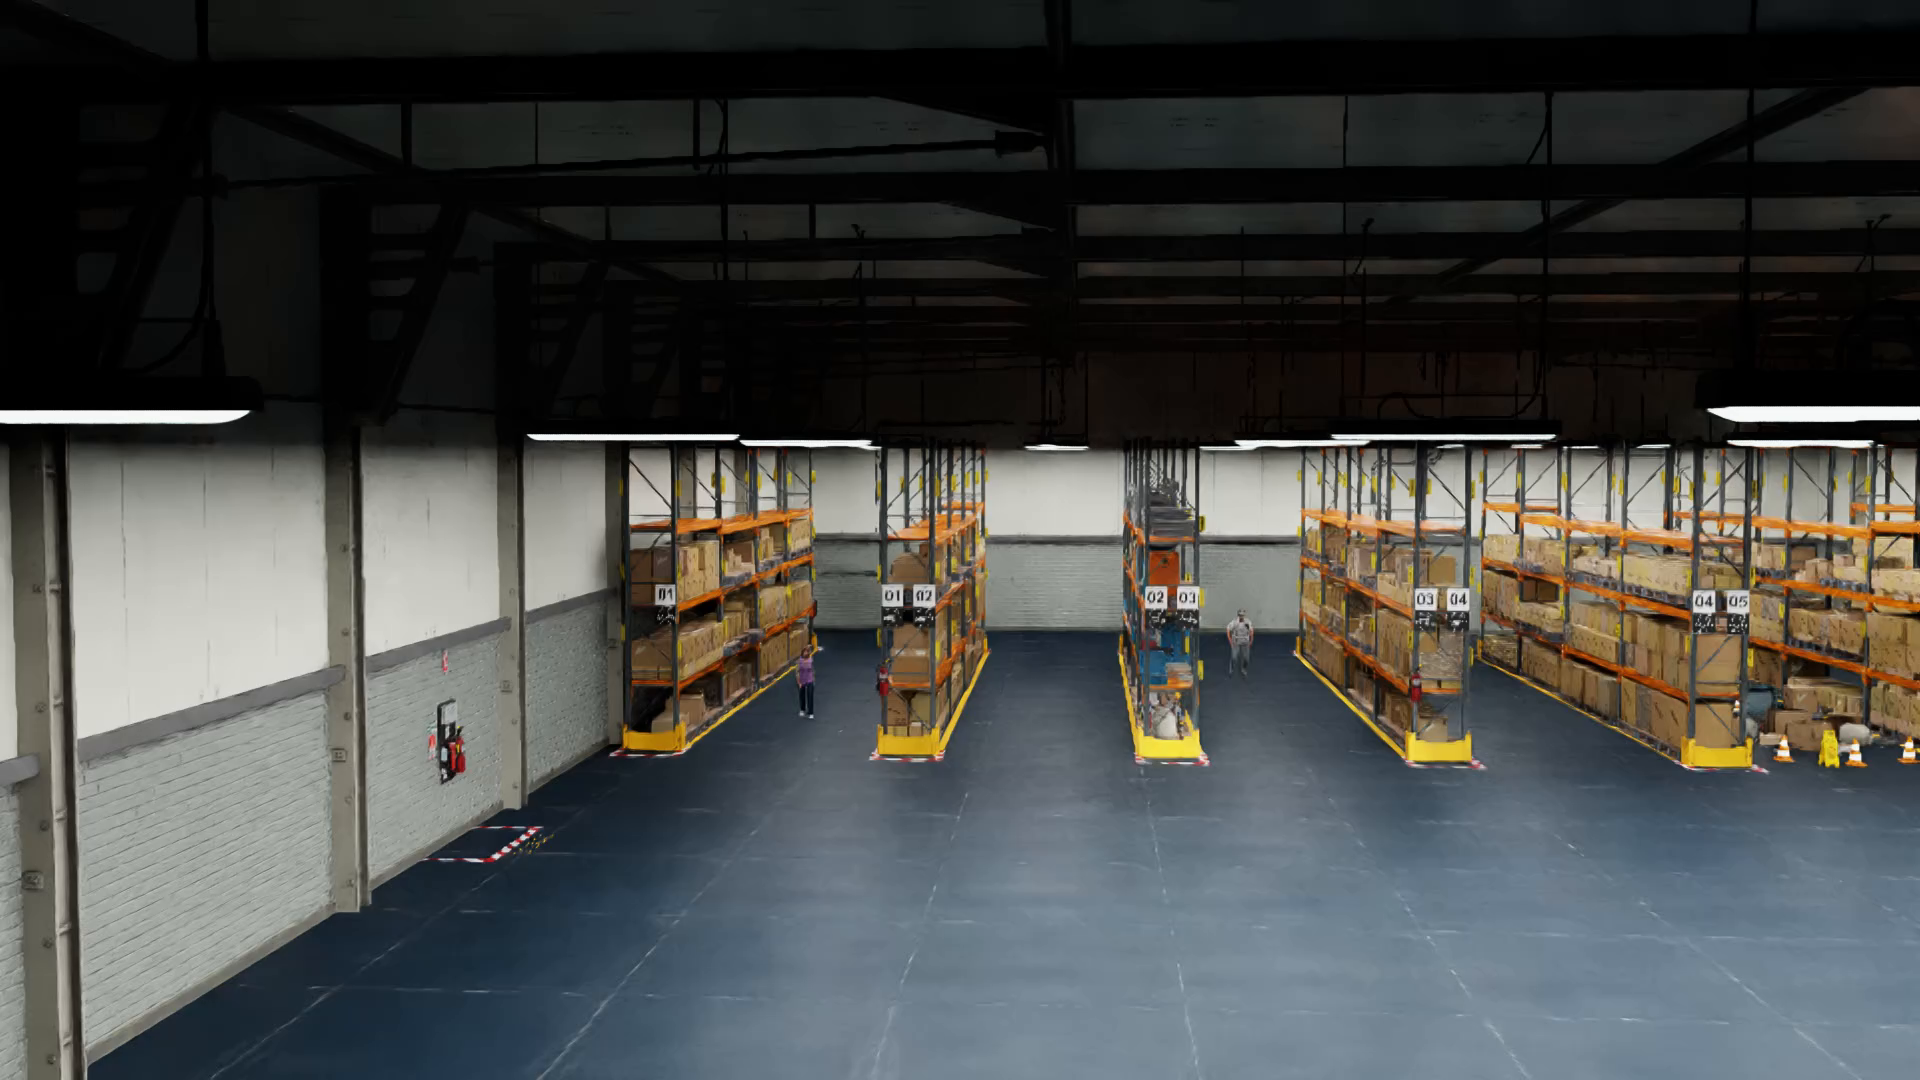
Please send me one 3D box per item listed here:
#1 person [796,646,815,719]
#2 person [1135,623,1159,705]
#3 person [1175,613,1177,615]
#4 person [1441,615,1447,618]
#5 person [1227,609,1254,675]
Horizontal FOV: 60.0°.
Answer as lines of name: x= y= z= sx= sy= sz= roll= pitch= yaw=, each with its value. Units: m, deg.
person: x=-3.313 y=3.036 z=35.614 sx=0.412 sy=1.533 sz=0.955 roll=0 pitch=3 yaw=-4
person: x=4.059 y=2.693 z=36.075 sx=0.532 sy=1.813 sz=0.606 roll=1 pitch=3 yaw=14
person: x=6.673 y=2.213 z=49.575 sx=0.555 sy=1.725 sz=1.029 roll=0 pitch=3 yaw=3
person: x=13.380 y=2.422 z=45.487 sx=0.553 sy=1.709 sz=1.123 roll=0 pitch=3 yaw=6
person: x=7.172 y=2.595 z=42.562 sx=0.682 sy=1.715 sz=0.542 roll=0 pitch=3 yaw=2
